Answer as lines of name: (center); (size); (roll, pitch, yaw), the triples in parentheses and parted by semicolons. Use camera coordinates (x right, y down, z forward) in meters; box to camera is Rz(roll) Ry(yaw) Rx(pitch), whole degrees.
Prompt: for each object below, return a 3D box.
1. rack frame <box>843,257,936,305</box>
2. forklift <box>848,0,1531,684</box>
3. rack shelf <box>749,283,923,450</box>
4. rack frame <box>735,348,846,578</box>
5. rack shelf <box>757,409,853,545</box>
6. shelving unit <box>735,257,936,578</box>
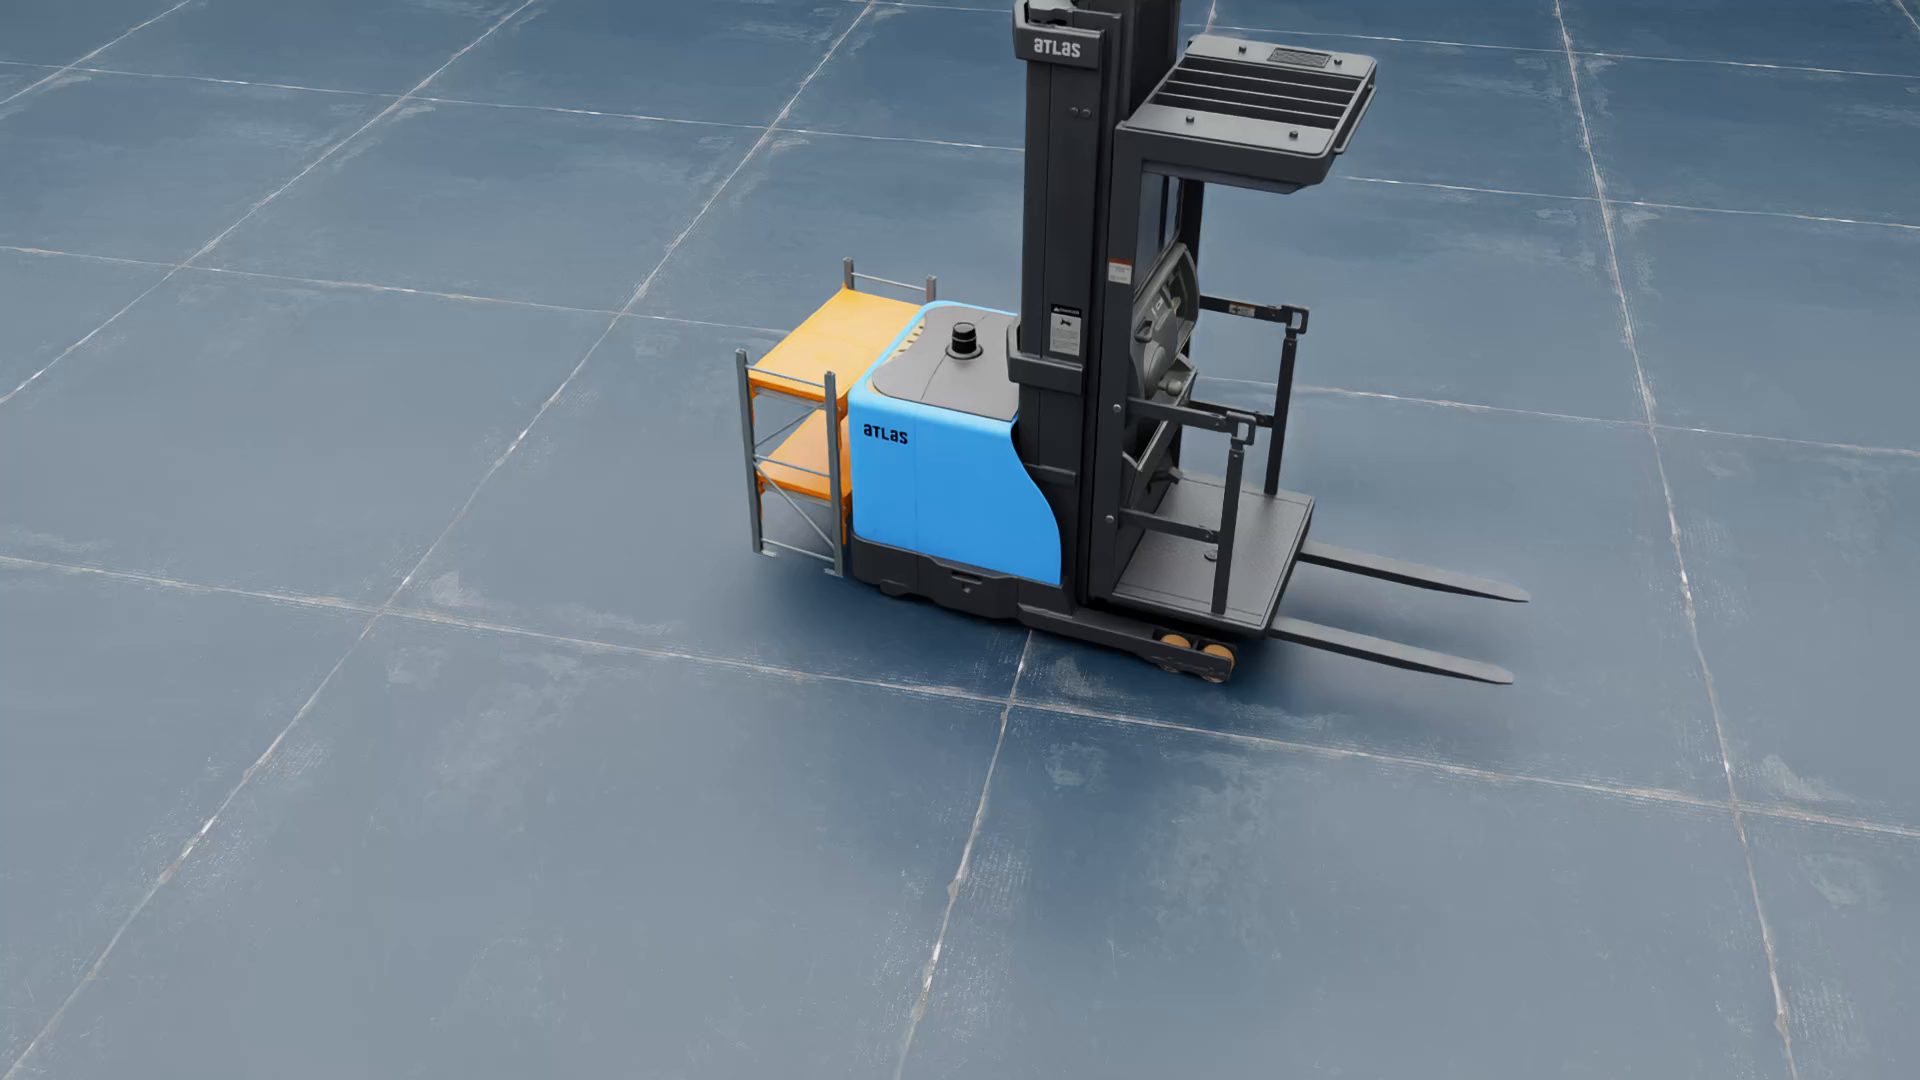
rack frame: (-0.348, -0.881, 8.508); (0.500, 1.125, 0.032); (16, 39, 20)
forklift: (1.056, -0.910, 7.008); (3.031, 2.935, 1.130); (13, 38, 17)
rack shelf: (-0.565, -0.849, 7.964); (0.538, 0.278, 1.000); (16, 39, 20)
rack frame: (-0.783, -0.342, 7.764); (0.500, 1.125, 0.032); (16, 39, 20)
rack shelf: (-0.565, -0.414, 8.279); (0.538, 0.278, 1.000); (16, 39, 20)
shelving unit: (-0.565, -0.612, 8.136); (0.538, 1.125, 1.048); (16, 39, 20)
